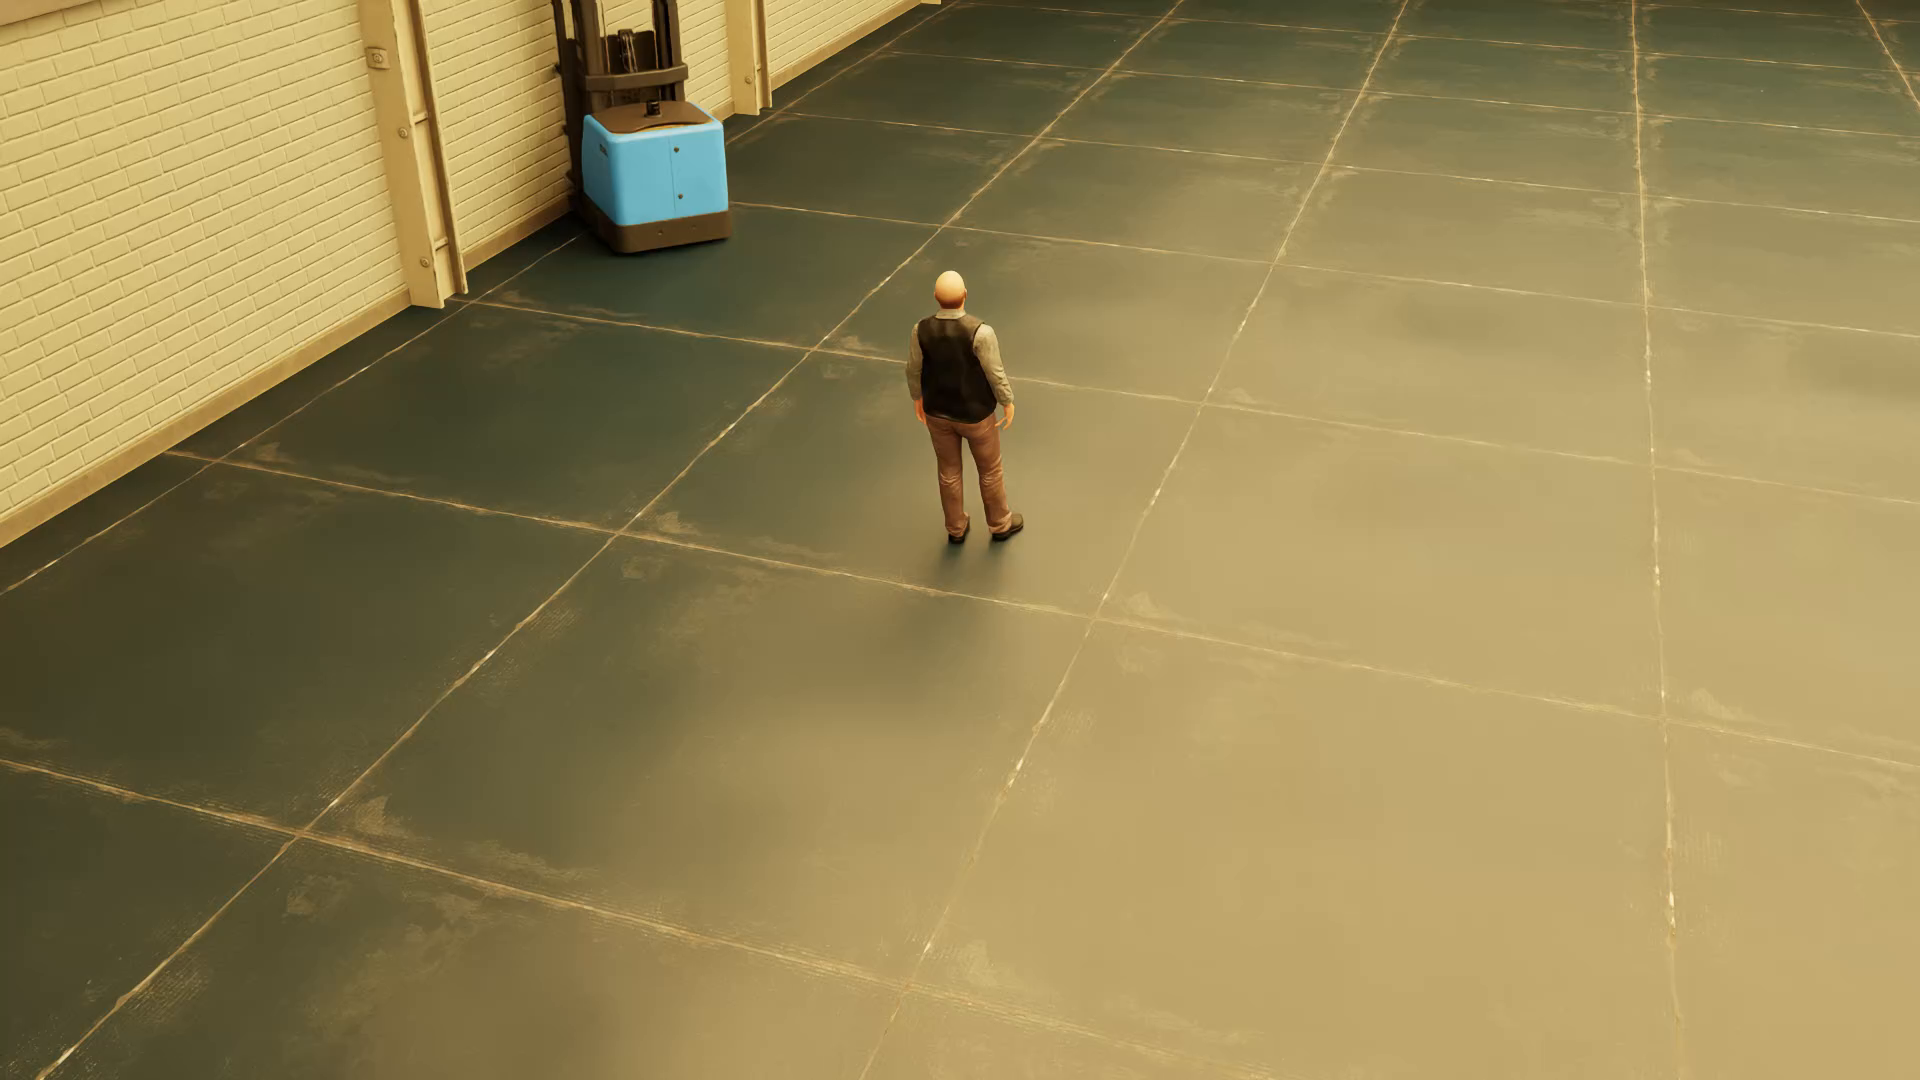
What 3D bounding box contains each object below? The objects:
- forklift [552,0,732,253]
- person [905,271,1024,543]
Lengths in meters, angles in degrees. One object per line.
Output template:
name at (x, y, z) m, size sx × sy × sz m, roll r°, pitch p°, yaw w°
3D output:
forklift at (-3.123, -4.443, 14.931) m, size 1.130 × 2.935 × 3.031 m, roll -14°, pitch 33°, yaw -23°
person at (0.028, -0.782, 9.715) m, size 0.632 × 1.720 × 0.568 m, roll 10°, pitch 31°, yaw 16°
